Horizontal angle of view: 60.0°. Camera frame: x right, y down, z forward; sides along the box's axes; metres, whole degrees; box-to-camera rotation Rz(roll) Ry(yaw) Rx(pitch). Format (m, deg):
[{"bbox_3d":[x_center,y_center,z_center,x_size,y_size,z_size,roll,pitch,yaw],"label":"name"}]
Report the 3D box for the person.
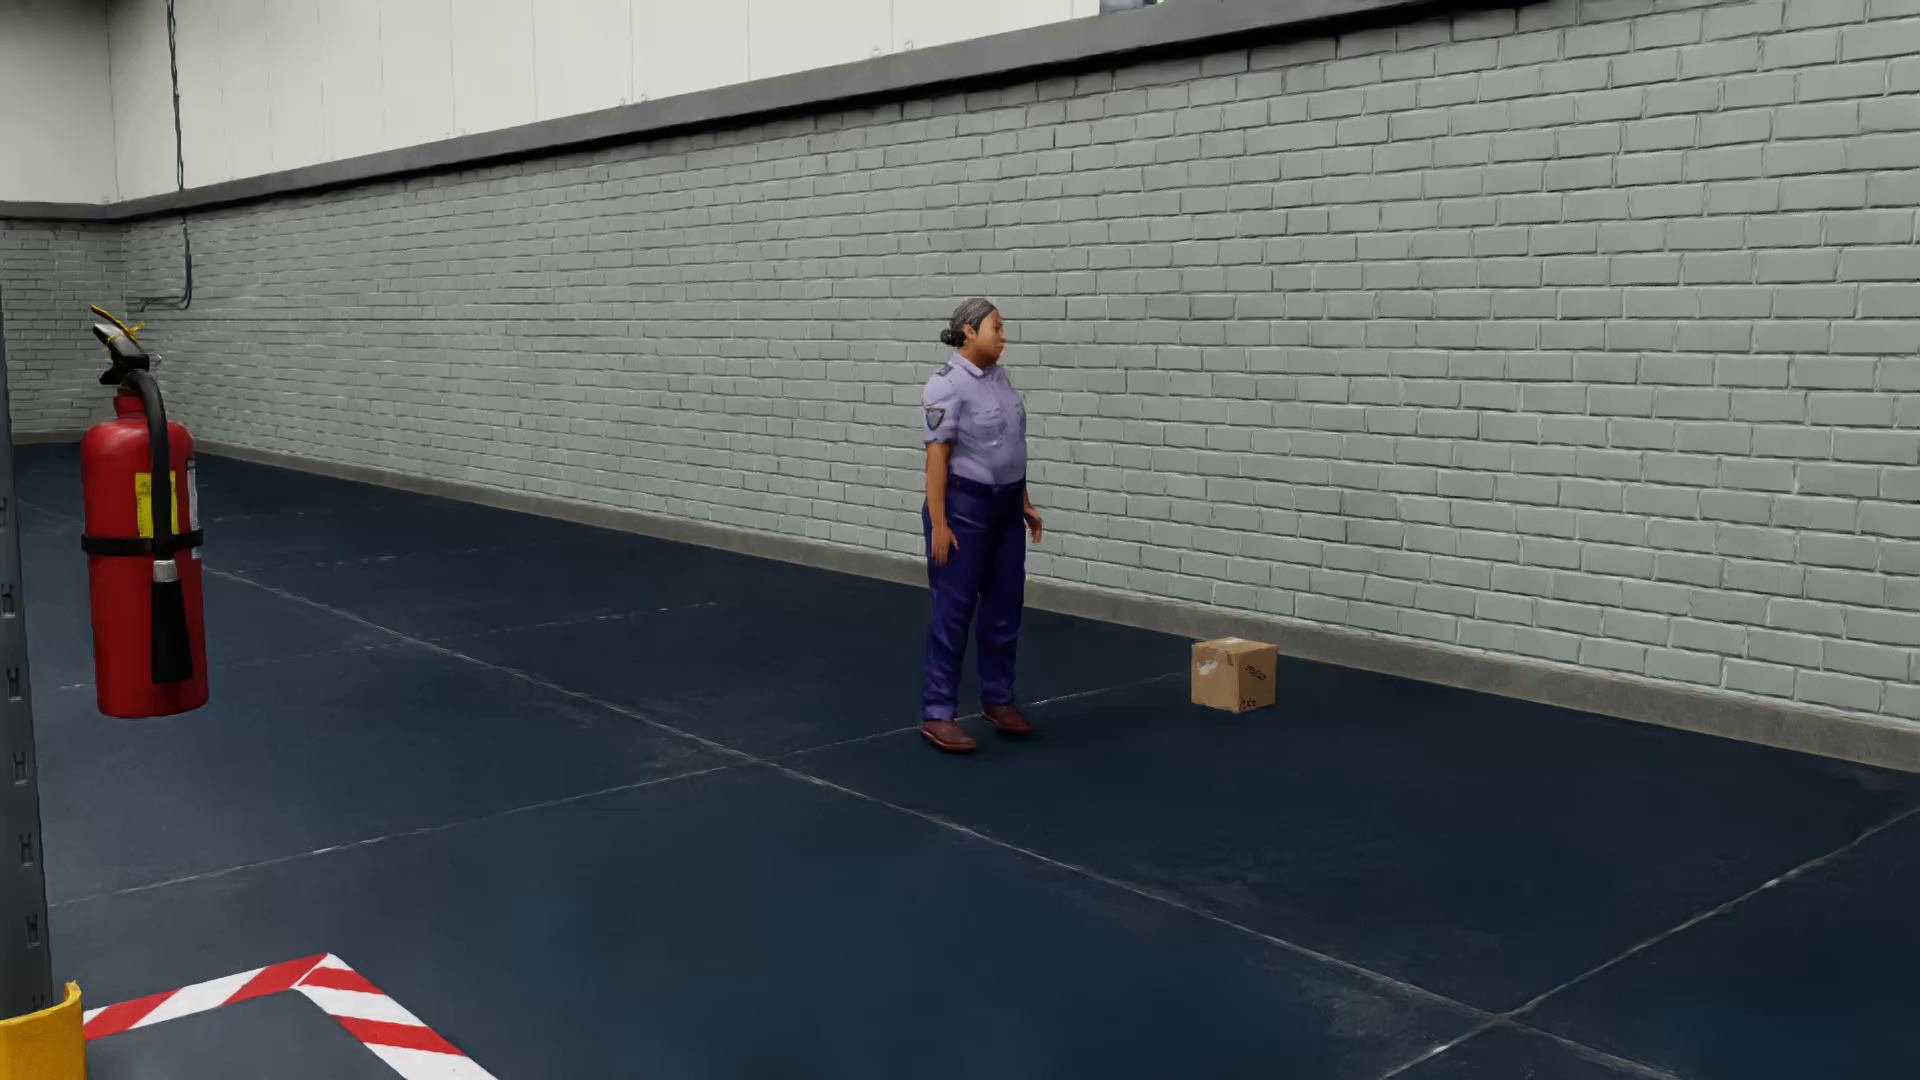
[{"bbox_3d":[0.066,-0.074,6.252,0.368,1.658,0.528,6,9,36],"label":"person"}]
